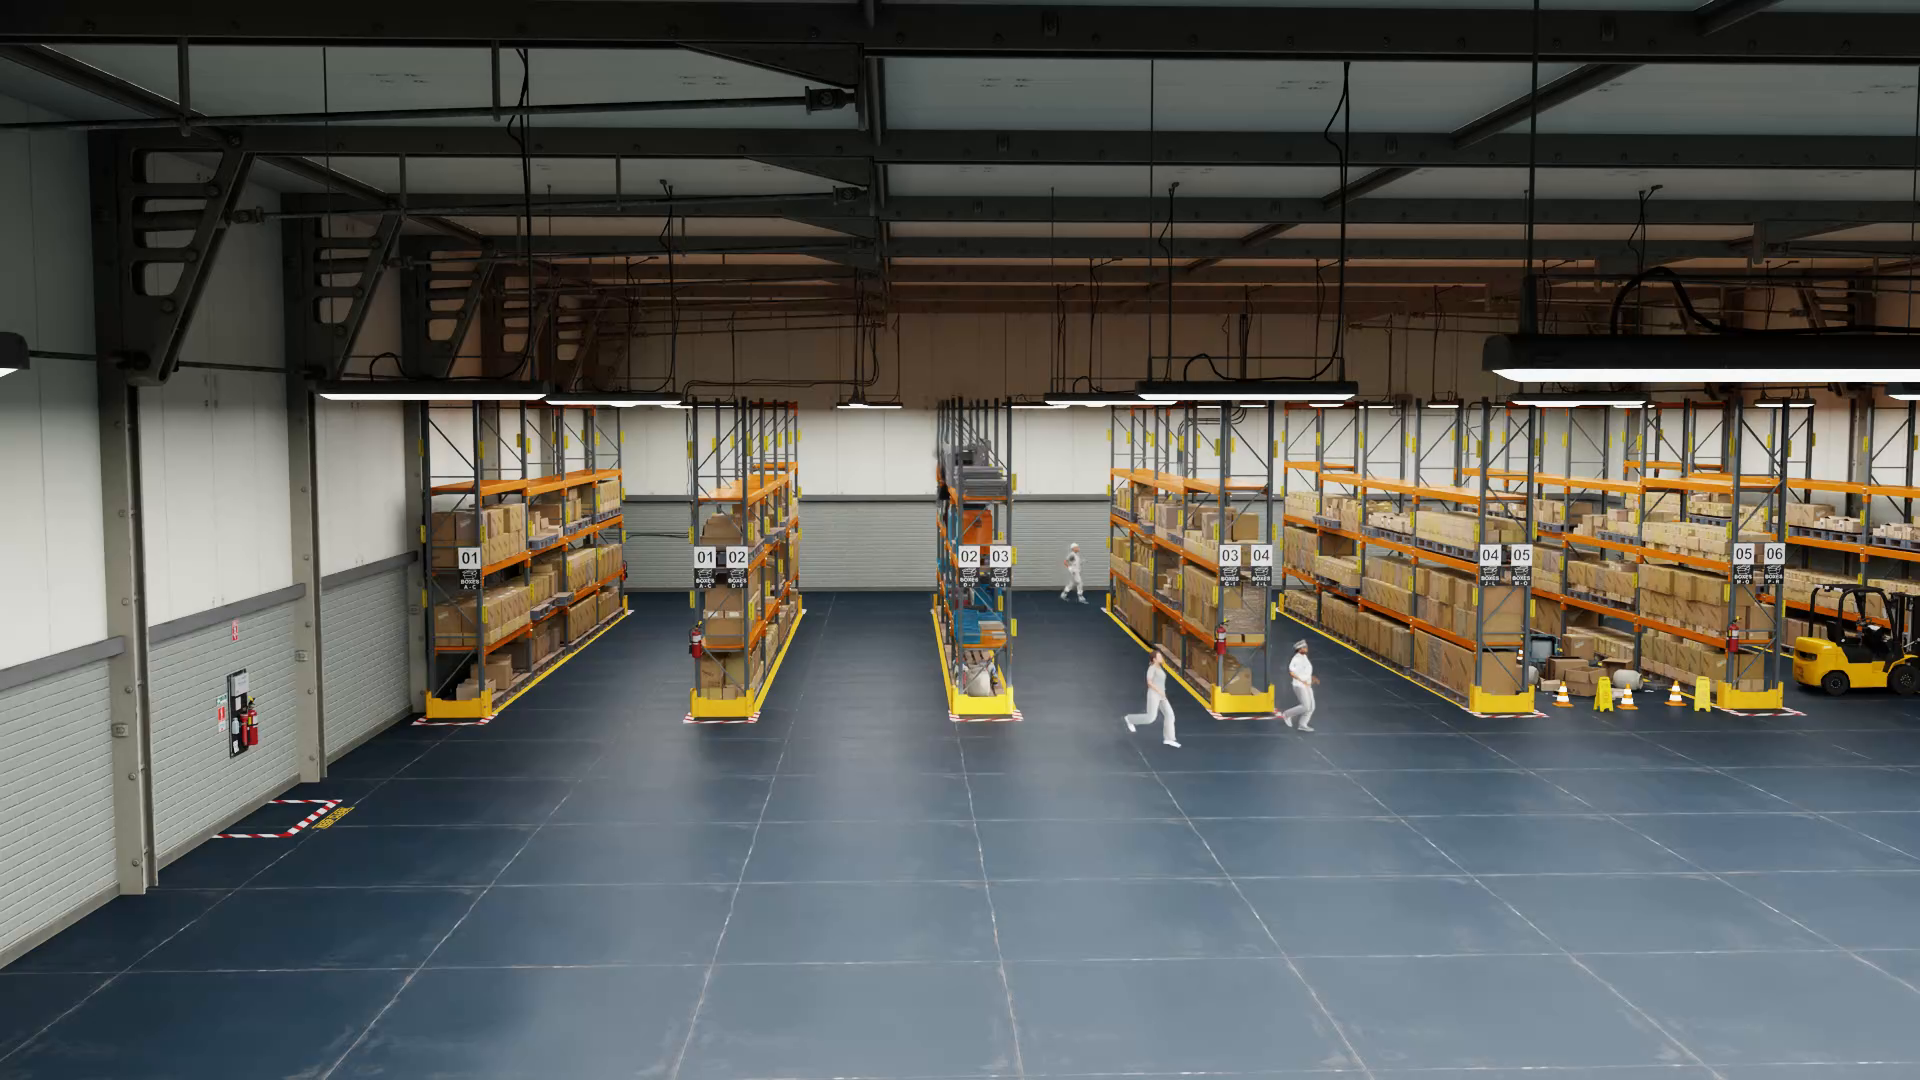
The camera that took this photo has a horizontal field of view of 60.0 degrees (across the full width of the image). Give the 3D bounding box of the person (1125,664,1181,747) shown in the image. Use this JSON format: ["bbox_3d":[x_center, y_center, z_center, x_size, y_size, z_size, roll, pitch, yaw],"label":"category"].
[{"bbox_3d":[3.337,2.838,28.633,1.008,1.409,0.517,3,5,32],"label":"person"}]

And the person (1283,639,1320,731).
[{"bbox_3d":[6.113,2.594,29.803,0.584,1.647,0.573,3,5,33],"label":"person"}]

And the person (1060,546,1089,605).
[{"bbox_3d":[3.407,1.017,49.390,0.917,1.767,0.646,1,5,16],"label":"person"}]
